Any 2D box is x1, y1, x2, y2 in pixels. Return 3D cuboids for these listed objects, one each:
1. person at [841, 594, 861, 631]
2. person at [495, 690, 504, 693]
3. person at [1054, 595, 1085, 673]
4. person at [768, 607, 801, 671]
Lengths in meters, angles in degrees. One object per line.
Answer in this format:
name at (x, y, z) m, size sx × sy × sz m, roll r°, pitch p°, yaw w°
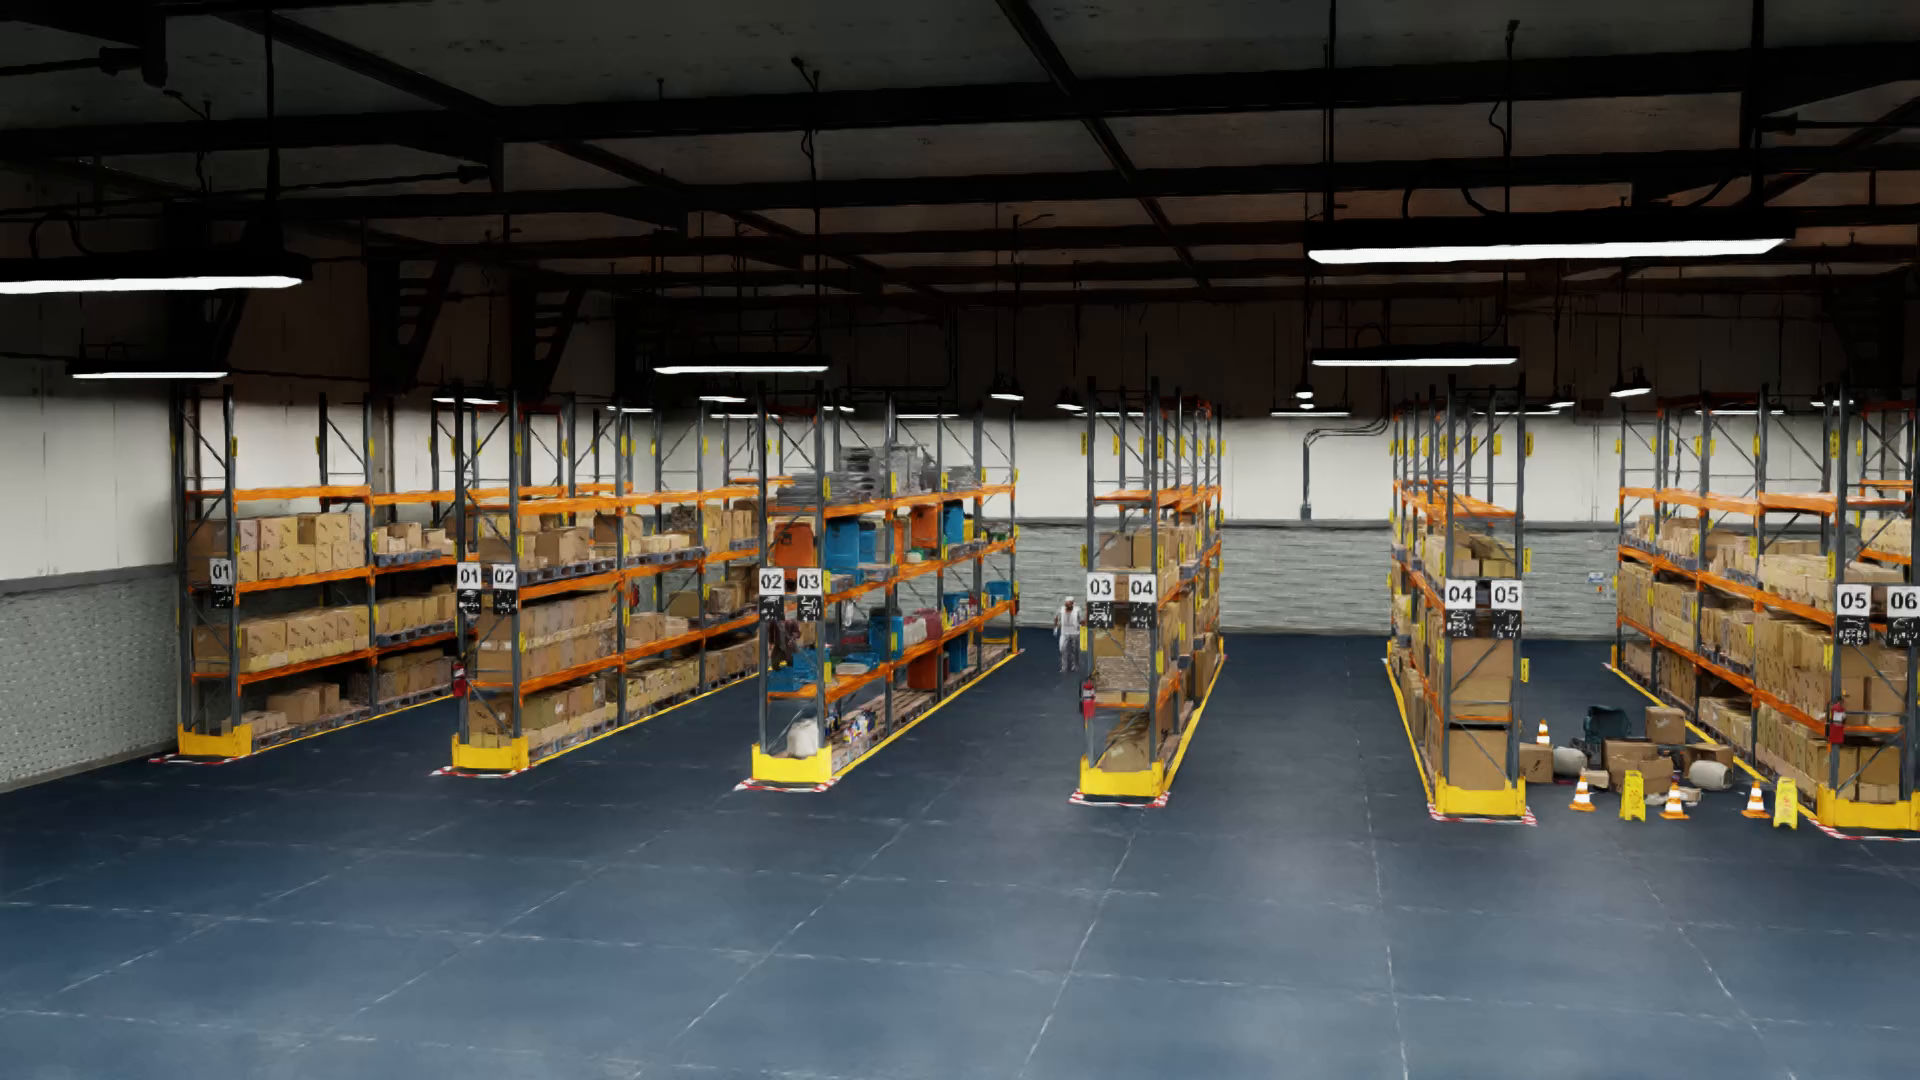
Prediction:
person at (-2.980, 1.768, 44.625) m, size 0.663 × 1.508 × 0.998 m, roll 0°, pitch 3°, yaw 4°
person at (-9.260, 2.284, 33.393) m, size 0.651 × 1.689 × 0.926 m, roll 1°, pitch 3°, yaw 17°
person at (2.428, 2.072, 36.973) m, size 0.726 × 1.714 × 0.848 m, roll 0°, pitch 3°, yaw 8°
person at (-3.642, 2.221, 34.313) m, size 0.727 × 1.721 × 0.871 m, roll 0°, pitch 3°, yaw 7°
